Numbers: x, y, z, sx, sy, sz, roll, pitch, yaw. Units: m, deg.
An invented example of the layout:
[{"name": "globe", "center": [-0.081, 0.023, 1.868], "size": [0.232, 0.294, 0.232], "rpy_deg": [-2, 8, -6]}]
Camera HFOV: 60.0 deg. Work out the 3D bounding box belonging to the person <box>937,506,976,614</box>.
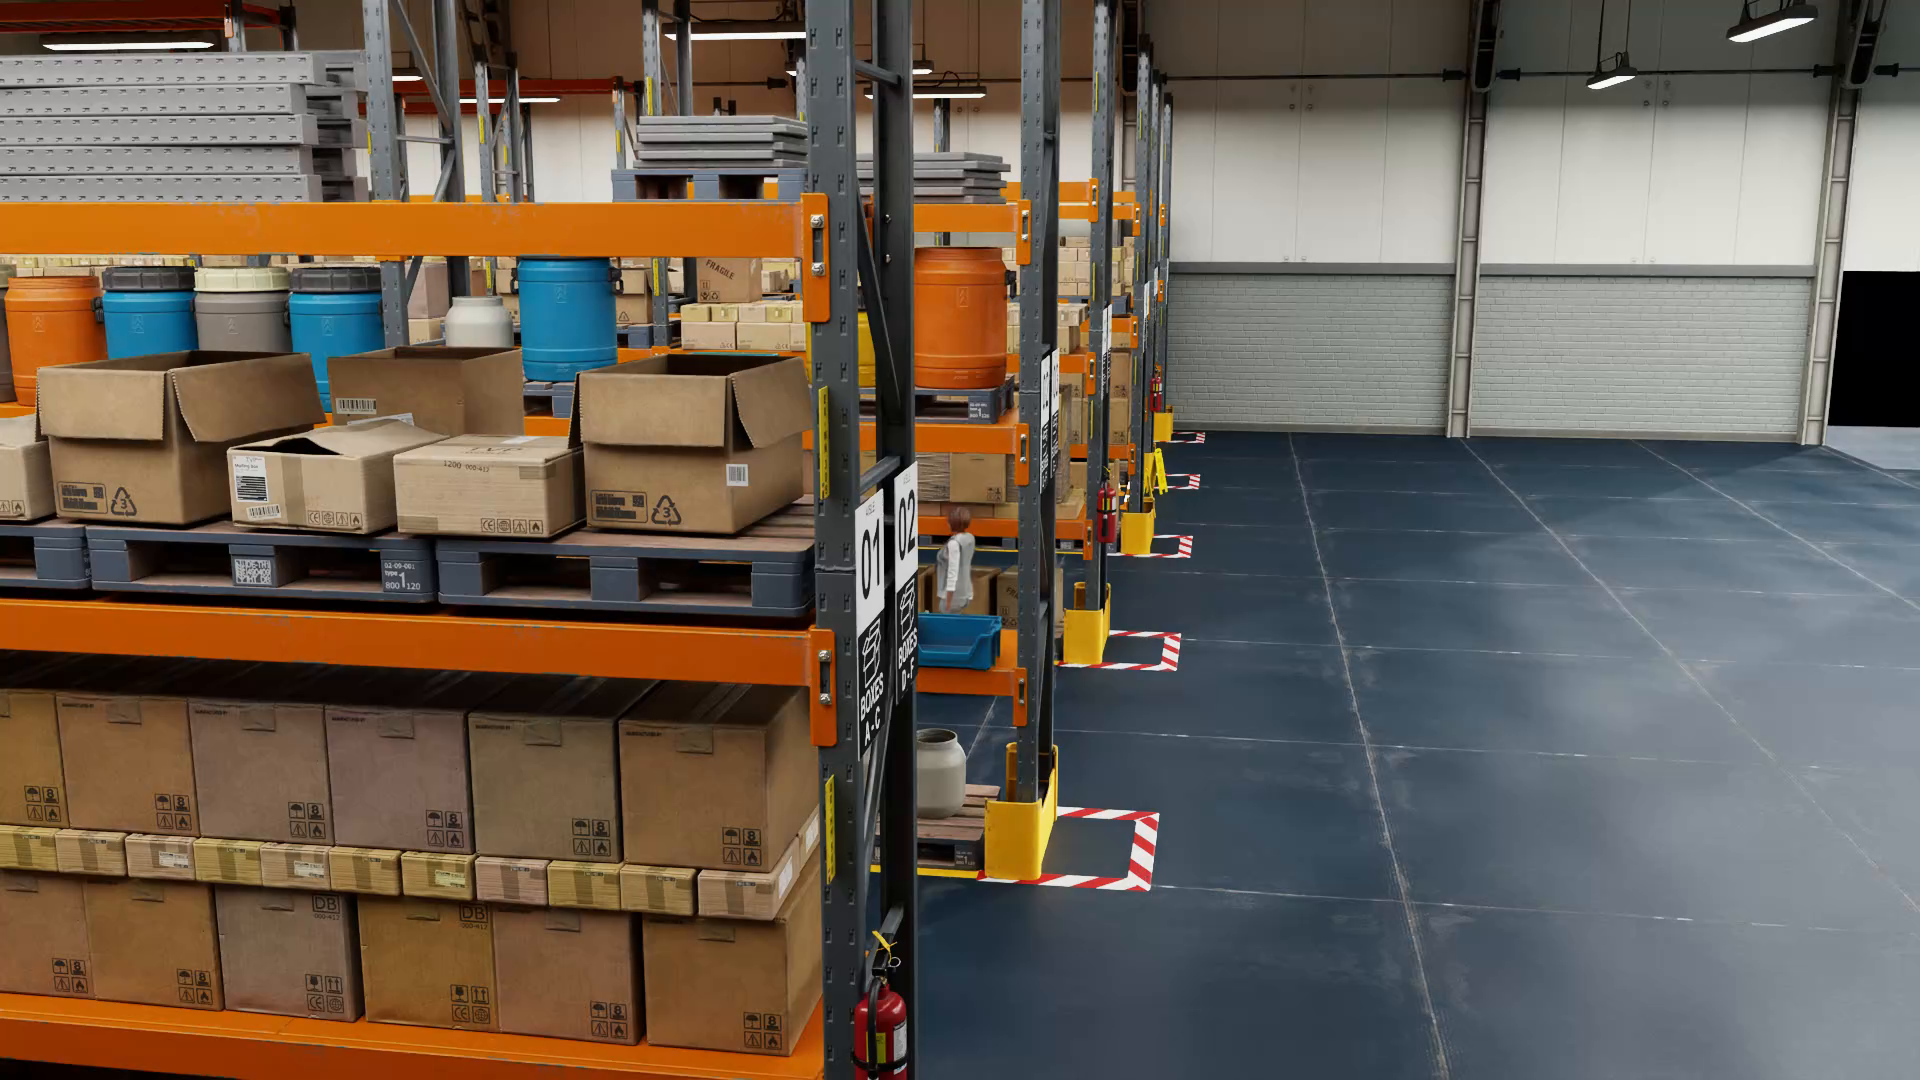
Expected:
[{"name": "person", "center": [-0.018, 0.502, 14.146], "size": [0.510, 1.582, 0.437], "rpy_deg": [4, 12, 19]}]
